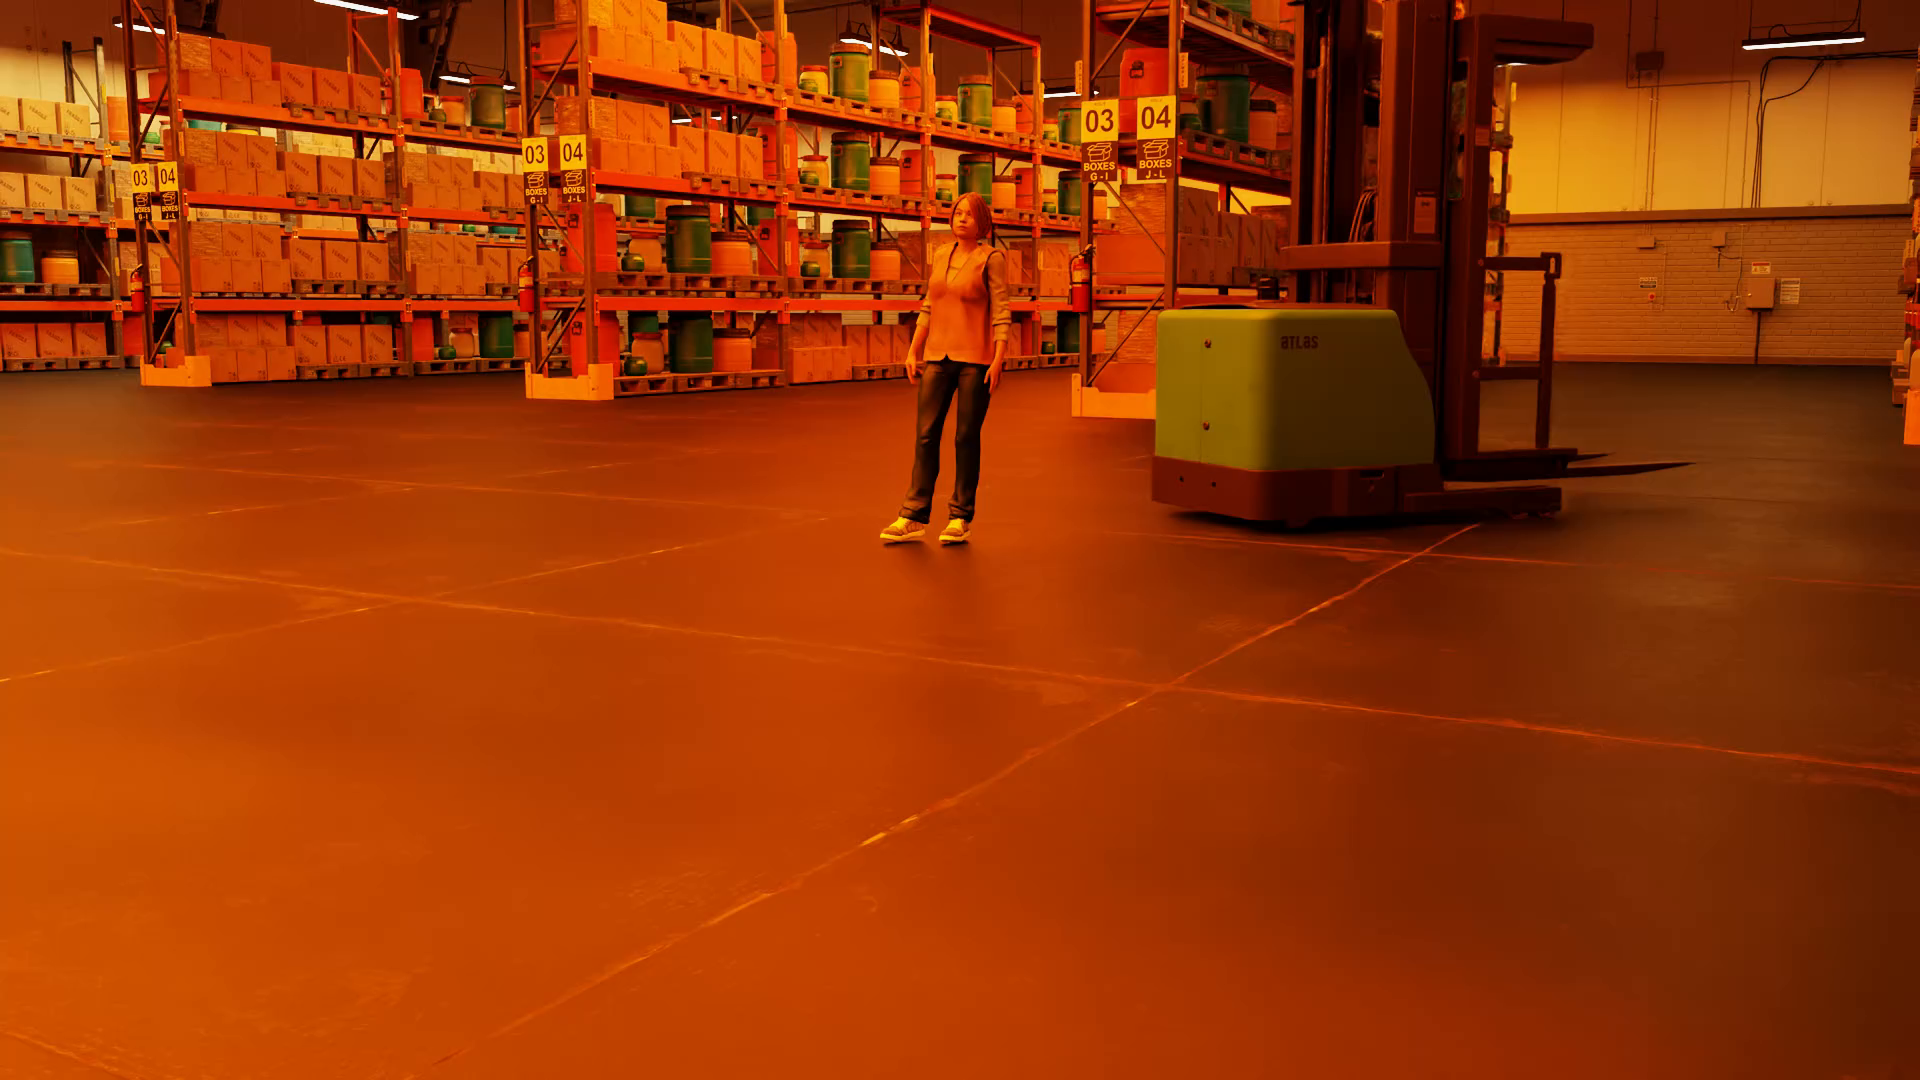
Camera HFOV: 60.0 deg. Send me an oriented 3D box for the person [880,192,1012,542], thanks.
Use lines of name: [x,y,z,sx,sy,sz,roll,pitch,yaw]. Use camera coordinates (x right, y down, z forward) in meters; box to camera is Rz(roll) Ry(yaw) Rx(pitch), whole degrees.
person: [-0.048,-0.790,7.645,0.520,1.600,0.472,4,9,29]

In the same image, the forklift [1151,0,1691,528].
forklift: [2.575,-1.618,8.816,3.031,2.935,1.130,-4,9,-24]
